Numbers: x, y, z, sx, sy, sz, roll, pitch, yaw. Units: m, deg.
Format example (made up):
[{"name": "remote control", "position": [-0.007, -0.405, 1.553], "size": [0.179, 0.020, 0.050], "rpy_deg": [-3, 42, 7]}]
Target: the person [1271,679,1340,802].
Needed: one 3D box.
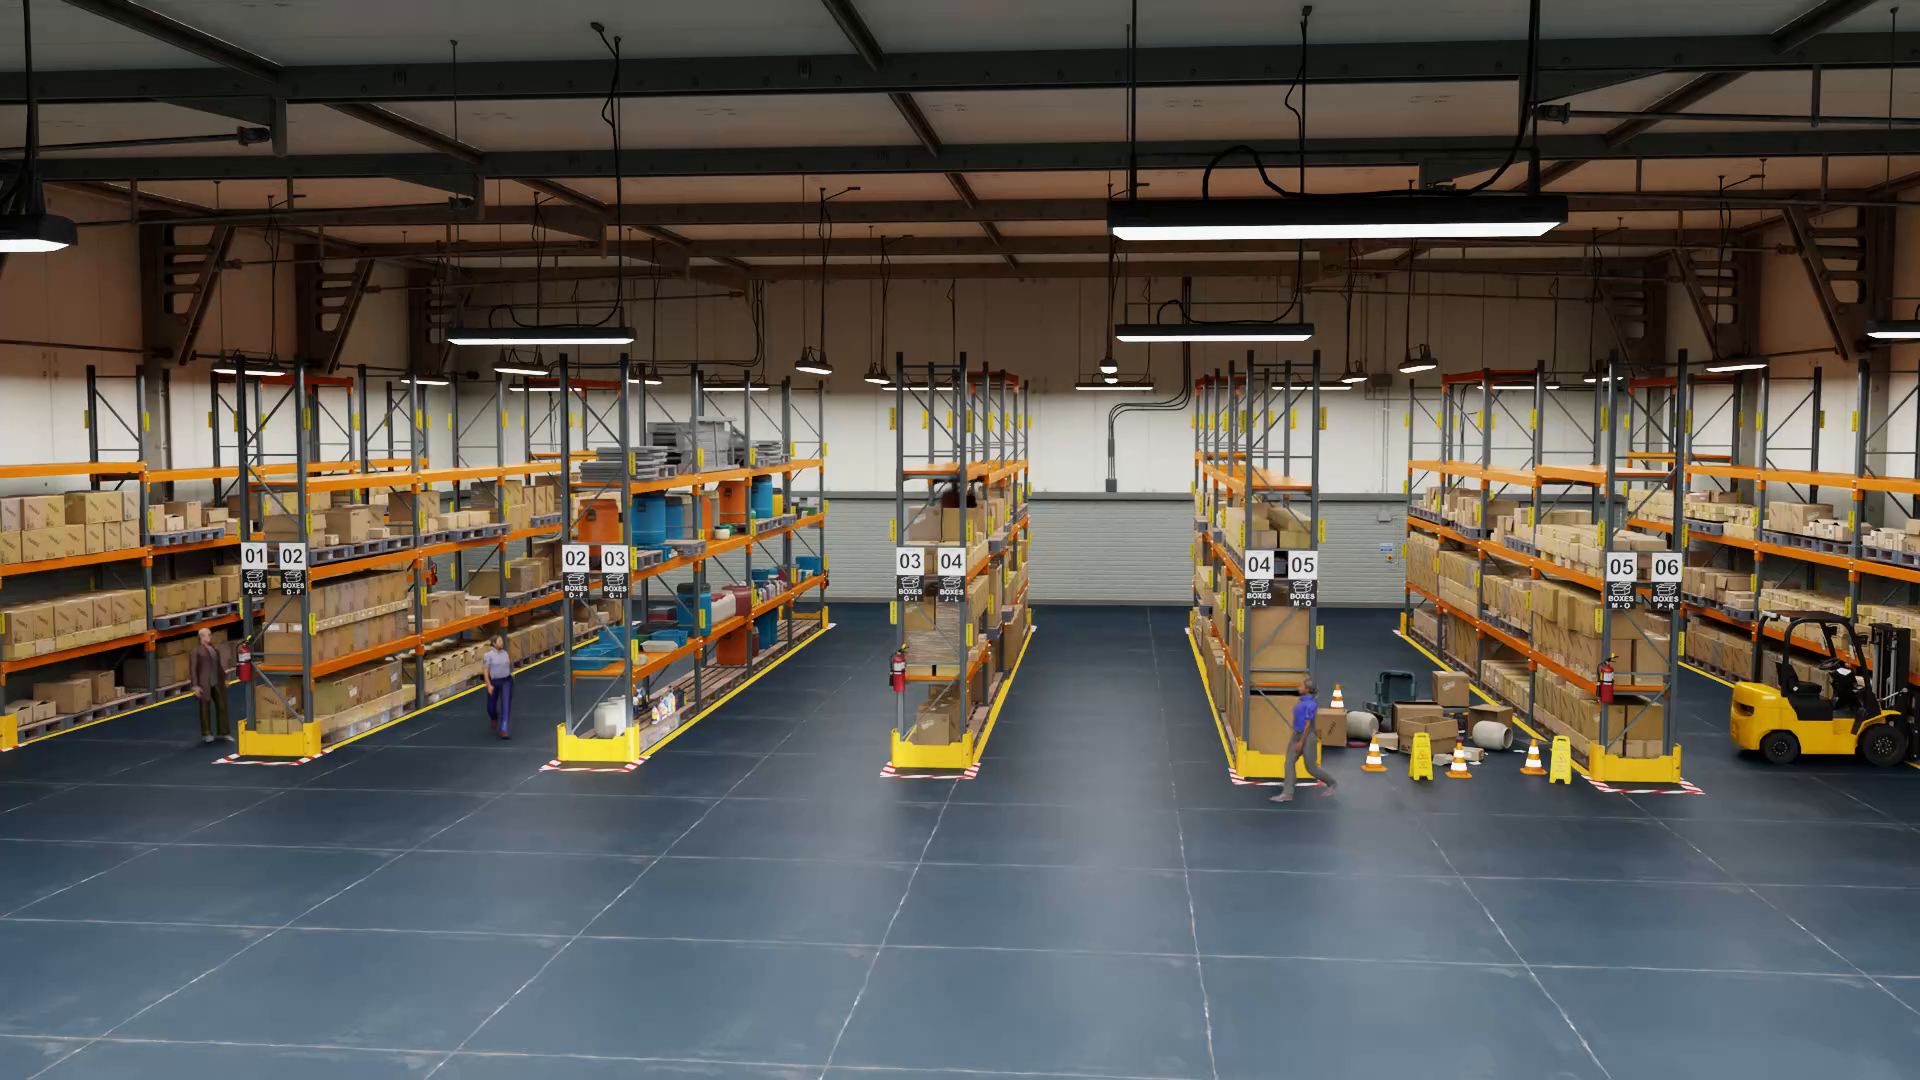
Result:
[{"name": "person", "position": [4.546, 2.674, 21.883], "size": [0.863, 1.532, 0.410], "rpy_deg": [-2, 4, -21]}]

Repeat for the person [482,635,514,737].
[{"name": "person", "position": [-7.367, 2.310, 26.558], "size": [0.467, 1.582, 0.846], "rpy_deg": [-1, 4, -11]}]

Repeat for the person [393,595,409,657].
[{"name": "person", "position": [-11.666, 1.655, 34.702], "size": [0.494, 1.768, 0.595], "rpy_deg": [1, 4, 13]}]

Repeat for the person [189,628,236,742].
[{"name": "person", "position": [-11.713, 2.286, 26.040], "size": [0.552, 1.817, 0.643], "rpy_deg": [3, 5, 40]}]
